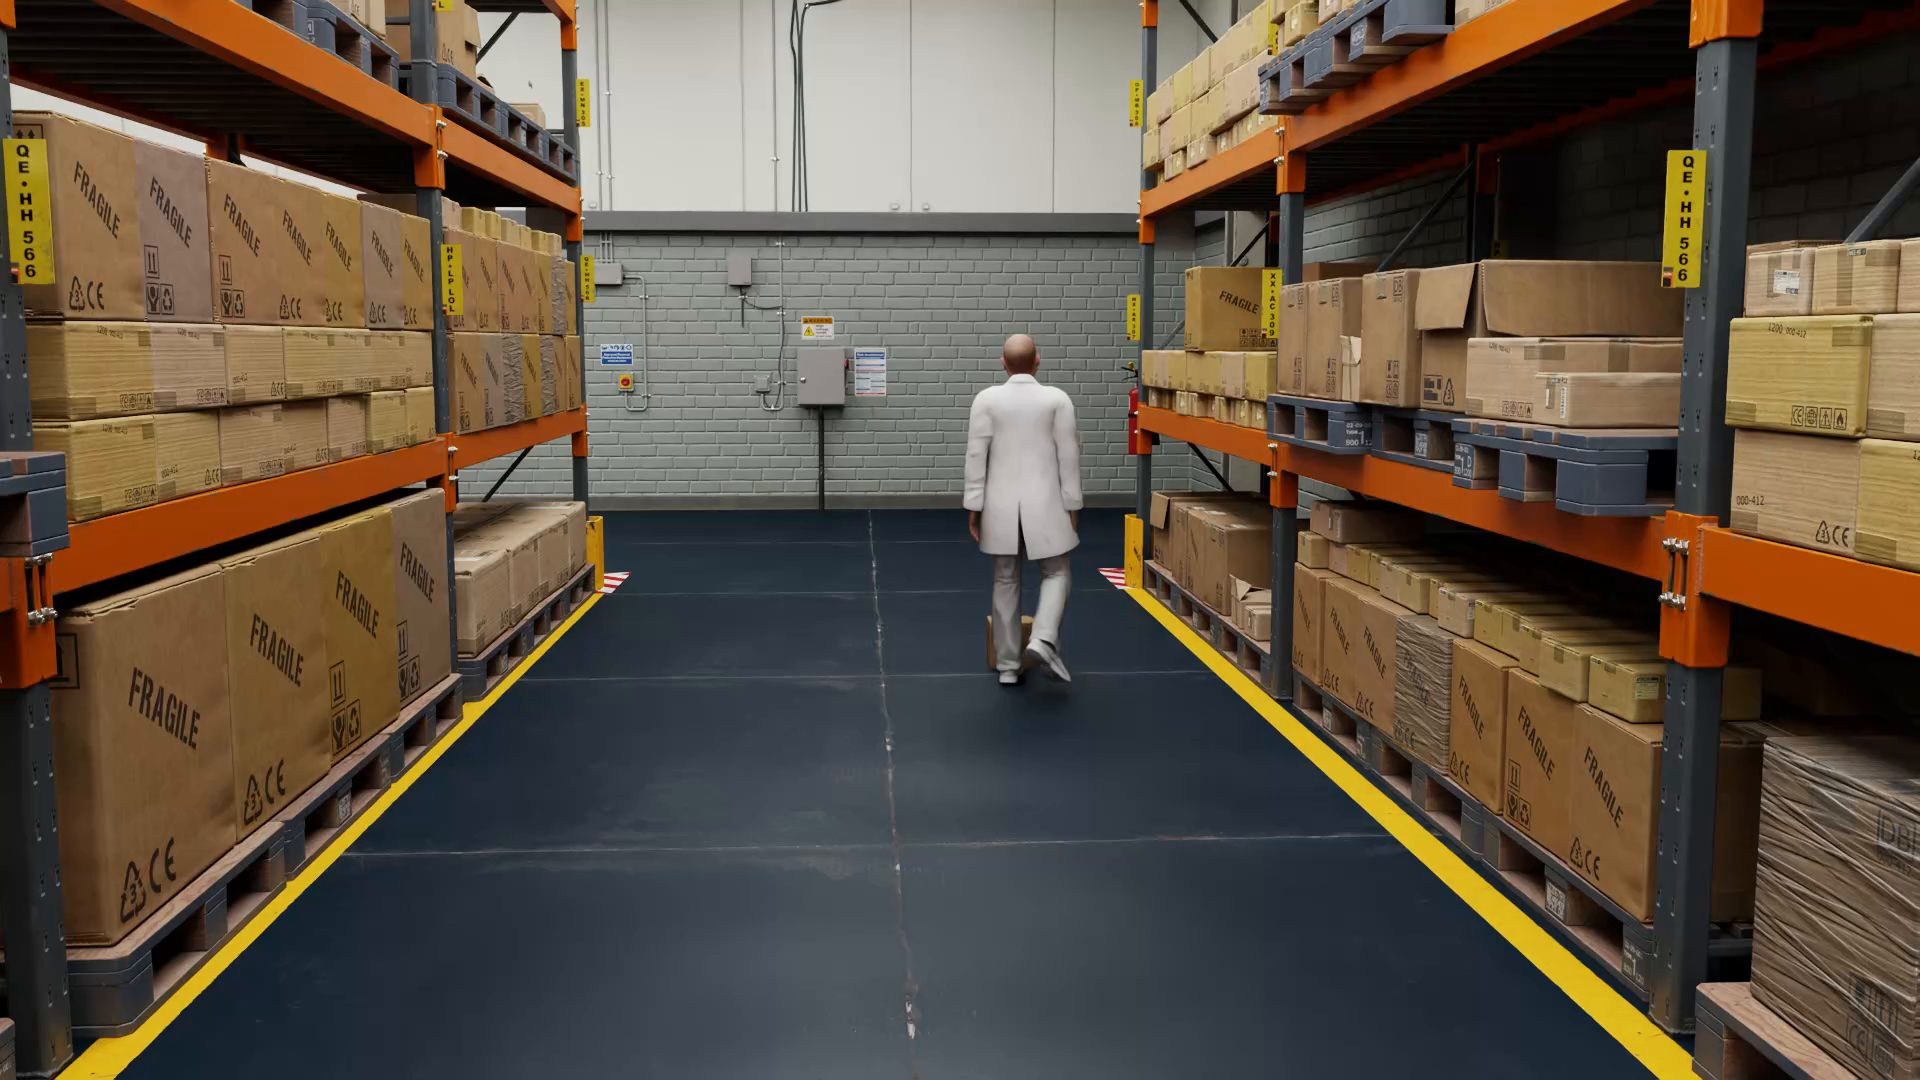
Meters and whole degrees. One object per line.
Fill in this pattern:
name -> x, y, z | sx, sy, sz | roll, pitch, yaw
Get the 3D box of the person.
person -> 0.319, -0.150, 8.433 | 0.609, 1.777, 0.633 | 1, 7, 7
